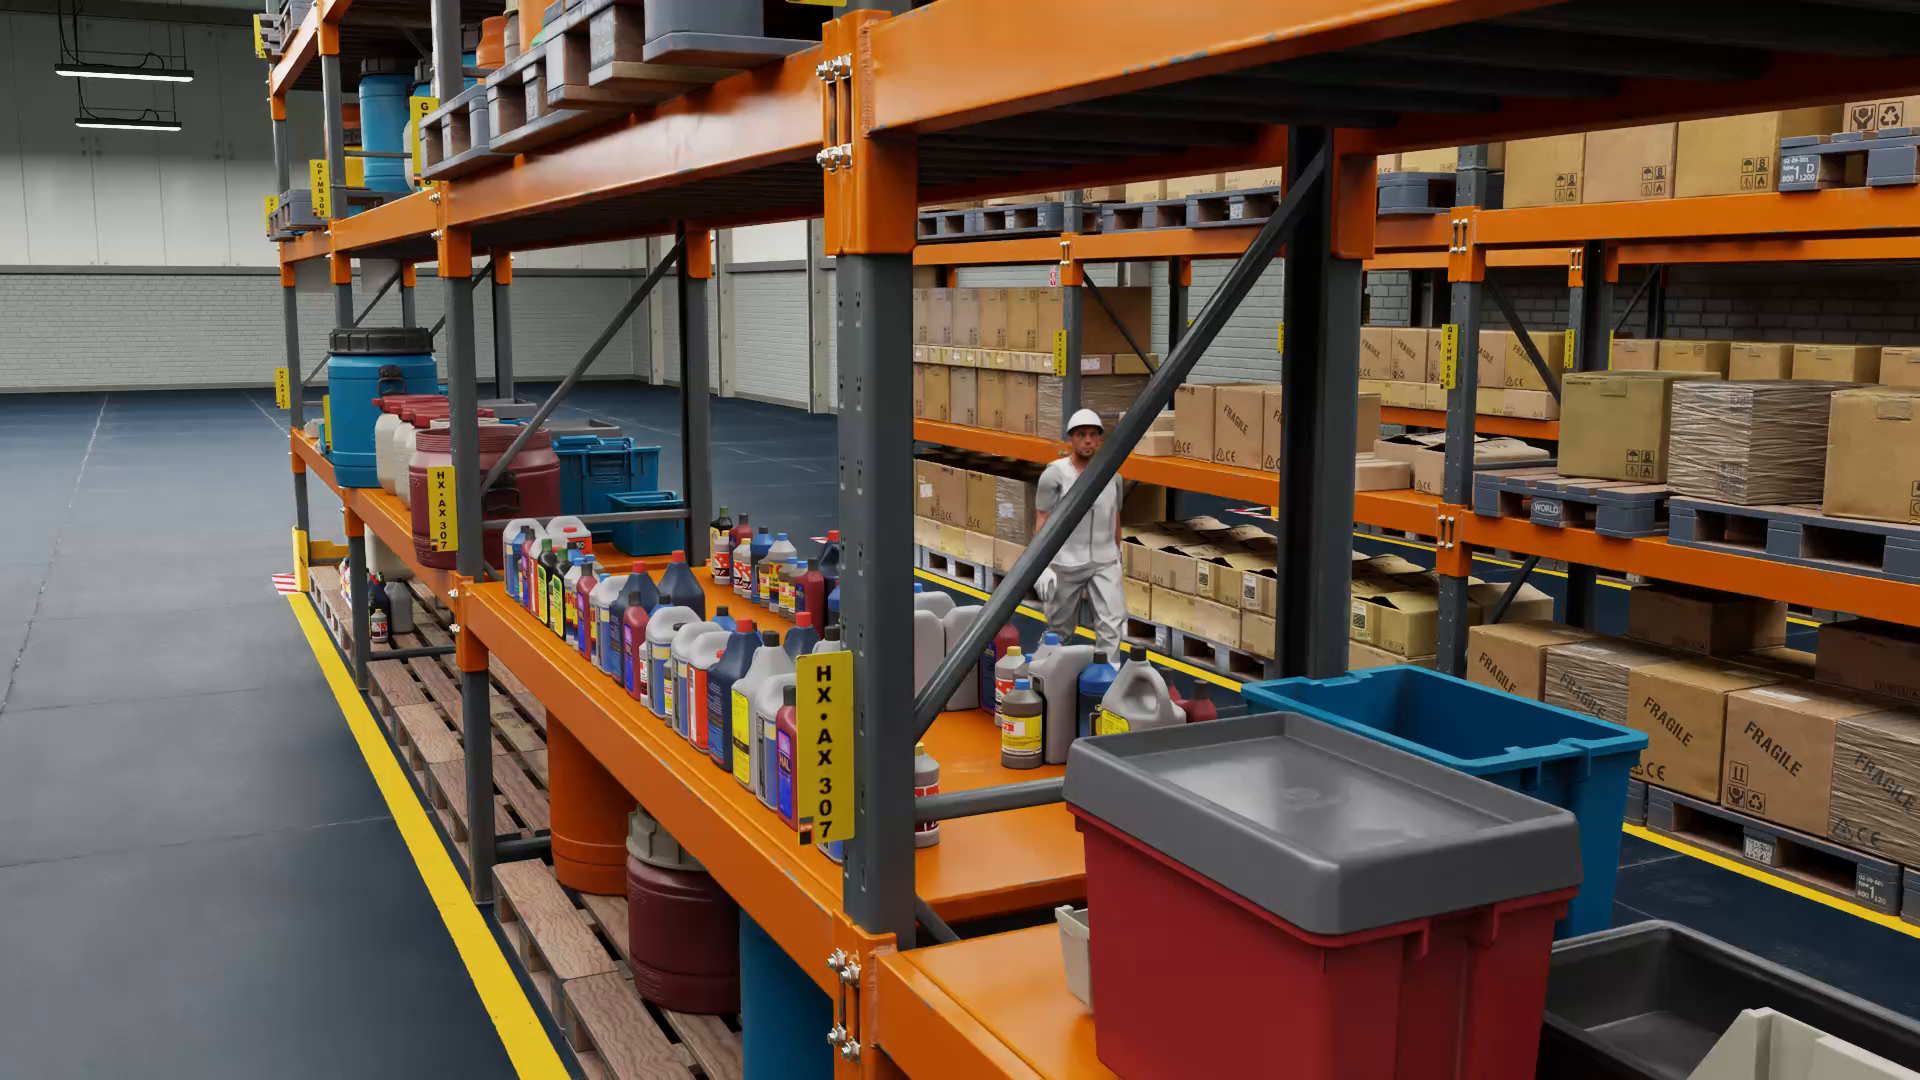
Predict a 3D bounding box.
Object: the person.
[{"bbox_3d":[0.698,0.136,9.291,0.568,1.761,0.853,-2,9,-12],"label":"person"}]
